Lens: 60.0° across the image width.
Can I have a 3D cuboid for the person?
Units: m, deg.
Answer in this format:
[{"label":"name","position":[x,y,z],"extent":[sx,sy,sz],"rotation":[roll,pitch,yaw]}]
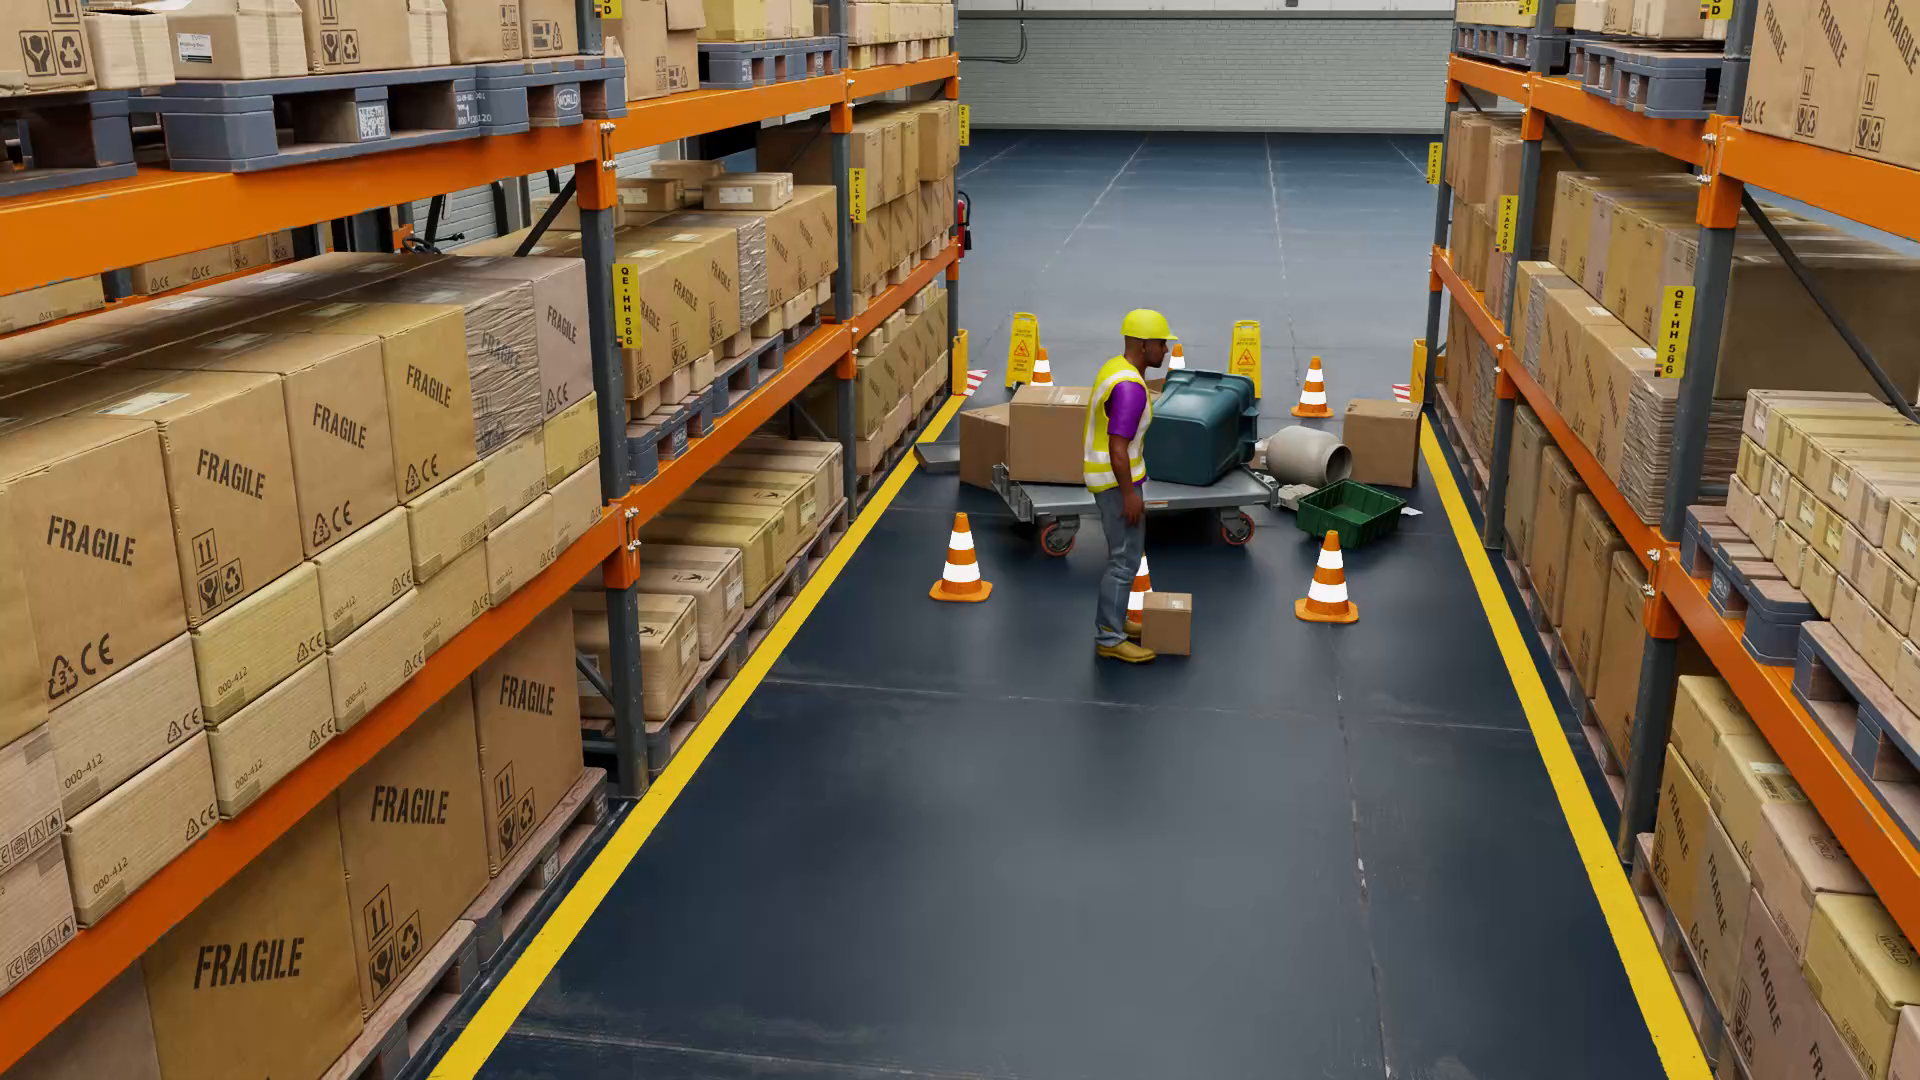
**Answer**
[{"label":"person","position":[0.850,-0.296,8.447],"extent":[0.461,1.759,0.633],"rotation":[2,18,5]}]
